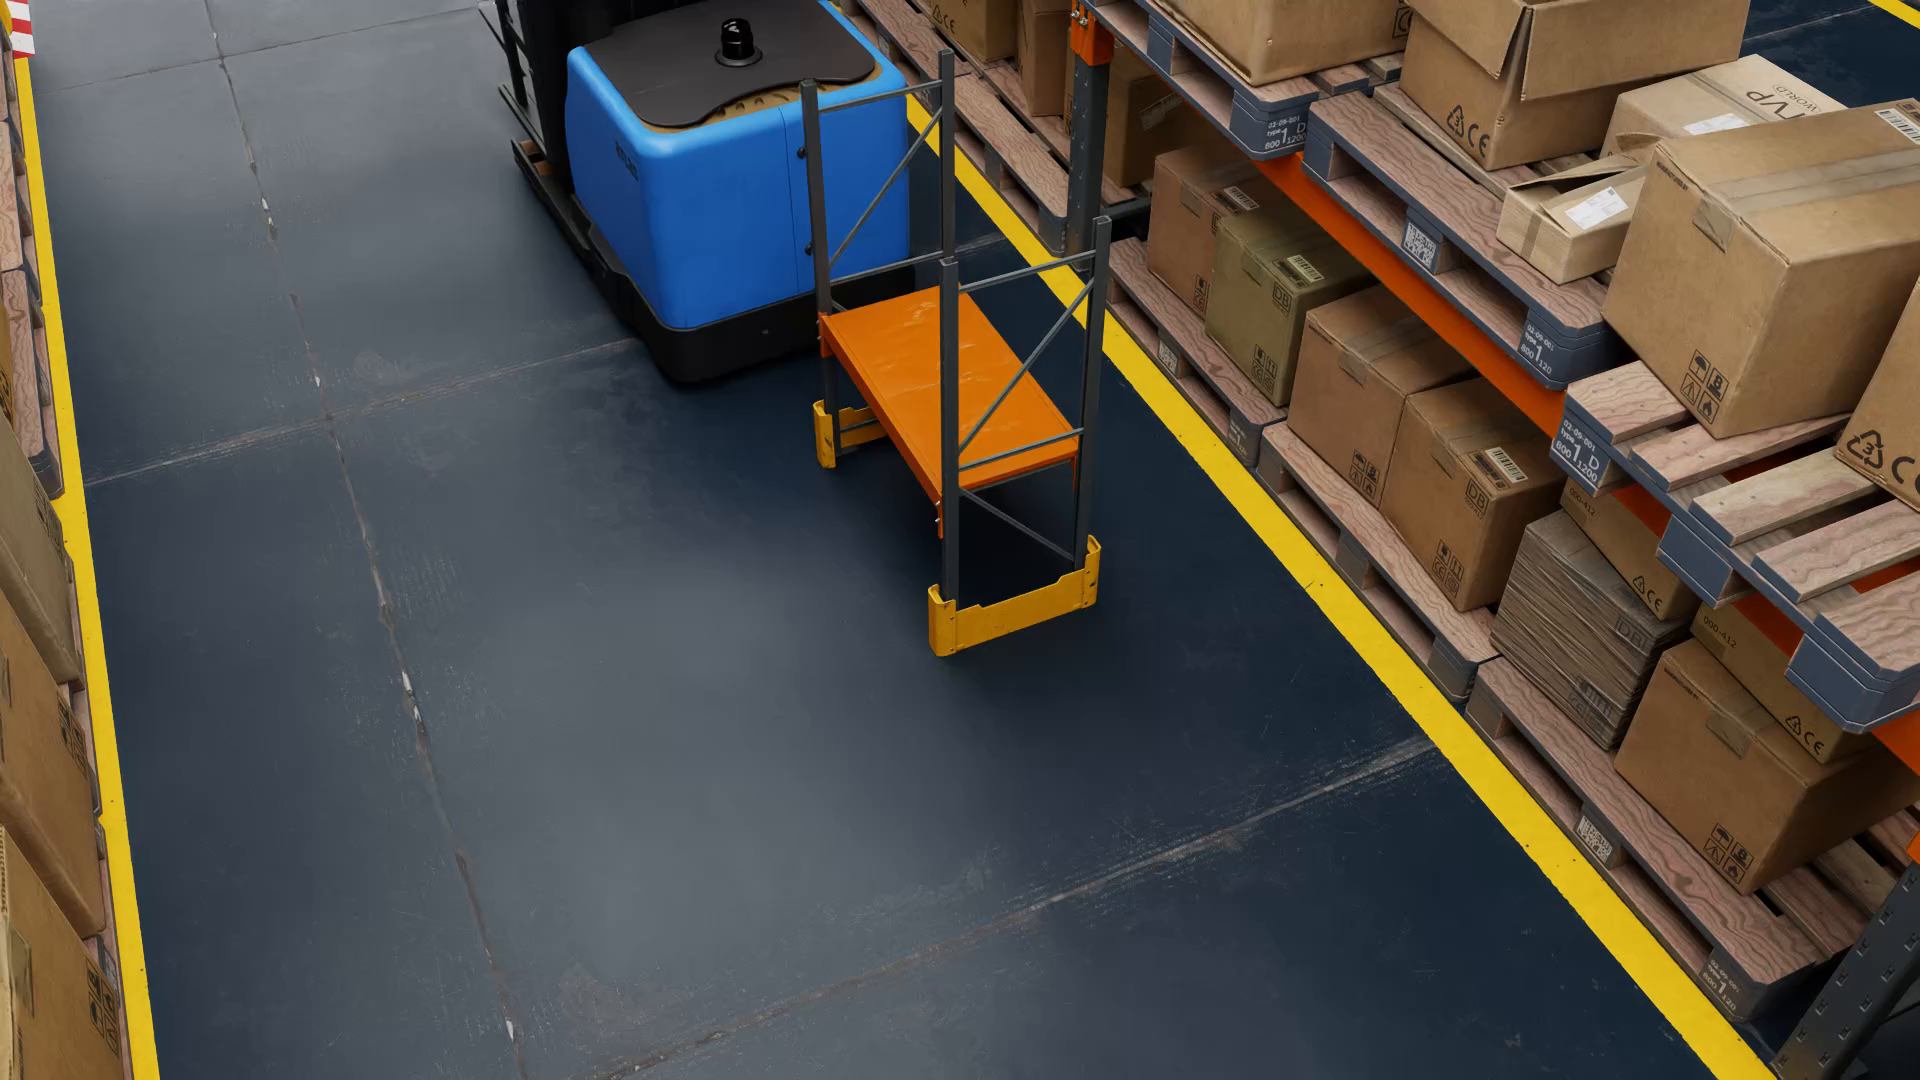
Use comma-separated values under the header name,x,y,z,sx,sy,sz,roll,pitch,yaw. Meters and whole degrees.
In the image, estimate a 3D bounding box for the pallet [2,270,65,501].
name,x,y,z,sx,sy,sz,roll,pitch,yaw
pallet,-3.880,-0.462,6.068,1.003,0.211,1.213,-18,47,-17

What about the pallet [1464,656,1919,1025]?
name,x,y,z,sx,sy,sz,roll,pitch,yaw
pallet,2.267,0.695,4.895,1.003,0.211,1.213,-18,47,-17

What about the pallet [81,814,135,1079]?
name,x,y,z,sx,sy,sz,roll,pitch,yaw
pallet,-2.721,1.293,4.289,1.003,0.211,1.213,-18,47,-17

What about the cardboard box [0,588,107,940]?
name,x,y,z,sx,sy,sz,roll,pitch,yaw
cardboard box,-2.886,0.689,4.219,1.050,0.750,0.750,-18,47,-17

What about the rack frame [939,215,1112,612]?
name,x,y,z,sx,sy,sz,roll,pitch,yaw
rack frame,0.178,-0.264,4.950,0.500,1.500,0.032,-18,47,-17

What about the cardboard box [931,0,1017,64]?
name,x,y,z,sx,sy,sz,roll,pitch,yaw
cardboard box,0.200,-2.609,7.740,0.500,0.500,0.500,-22,49,-21

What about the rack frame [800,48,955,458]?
name,x,y,z,sx,sy,sz,roll,pitch,yaw
rack frame,-0.250,-0.912,5.607,0.500,1.500,0.032,-18,47,-17

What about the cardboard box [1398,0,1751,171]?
name,x,y,z,sx,sy,sz,roll,pitch,yaw
cardboard box,1.725,-1.457,4.718,0.797,0.503,0.637,-14,46,-13

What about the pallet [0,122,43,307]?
name,x,y,z,sx,sy,sz,roll,pitch,yaw
pallet,-4.396,-1.241,6.858,1.003,0.211,1.213,-18,47,-17

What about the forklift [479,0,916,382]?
name,x,y,z,sx,sy,sz,roll,pitch,yaw
forklift,-1.319,-2.669,6.368,1.130,2.935,3.031,-21,48,-20

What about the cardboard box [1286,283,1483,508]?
name,x,y,z,sx,sy,sz,roll,pitch,yaw
cardboard box,1.570,-0.551,5.639,0.700,0.500,0.500,-22,49,-21

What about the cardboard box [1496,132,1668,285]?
name,x,y,z,sx,sy,sz,roll,pitch,yaw
cardboard box,1.648,-0.883,4.306,0.396,0.266,0.258,-19,48,-19

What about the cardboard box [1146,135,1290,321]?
name,x,y,z,sx,sy,sz,roll,pitch,yaw
cardboard box,1.151,-1.217,6.314,0.700,0.500,0.500,-22,49,-20

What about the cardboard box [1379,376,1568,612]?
name,x,y,z,sx,sy,sz,roll,pitch,yaw
cardboard box,1.804,-0.196,5.279,0.700,0.500,0.500,-14,46,-14

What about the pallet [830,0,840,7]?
name,x,y,z,sx,sy,sz,roll,pitch,yaw
pallet,-0.428,-3.328,8.972,1.003,0.211,1.213,-18,47,-17

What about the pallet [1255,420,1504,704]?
name,x,y,z,sx,sy,sz,roll,pitch,yaw
pallet,1.758,-0.081,5.682,1.003,0.211,1.213,-18,47,-17

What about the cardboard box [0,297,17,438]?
name,x,y,z,sx,sy,sz,roll,pitch,yaw
cardboard box,-3.832,-0.762,5.600,0.875,0.875,0.875,-17,47,-17

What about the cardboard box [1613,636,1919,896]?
name,x,y,z,sx,sy,sz,roll,pitch,yaw
cardboard box,2.294,0.513,4.561,0.700,0.500,0.500,-20,48,-19

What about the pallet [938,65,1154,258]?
name,x,y,z,sx,sy,sz,roll,pitch,yaw
pallet,0.597,-1.773,7.396,1.003,0.211,1.213,-18,47,-17

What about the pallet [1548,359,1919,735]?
name,x,y,z,sx,sy,sz,roll,pitch,yaw
pallet,2.198,-0.153,3.906,1.213,0.211,1.003,-18,47,-17

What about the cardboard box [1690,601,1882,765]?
name,x,y,z,sx,sy,sz,roll,pitch,yaw
cardboard box,2.285,0.249,4.294,0.500,0.250,0.500,-16,47,-16

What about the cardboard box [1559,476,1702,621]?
name,x,y,z,sx,sy,sz,roll,pitch,yaw
cardboard box,2.053,-0.086,4.634,0.500,0.250,0.500,-13,46,-13

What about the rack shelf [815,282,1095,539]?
name,x,y,z,sx,sy,sz,roll,pitch,yaw
rack shelf,-0.036,-0.460,5.405,0.538,0.185,1.000,-18,47,-17

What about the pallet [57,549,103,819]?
name,x,y,z,sx,sy,sz,roll,pitch,yaw
pallet,-3.238,0.515,5.078,1.003,0.211,1.213,-18,47,-17

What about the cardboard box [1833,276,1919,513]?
name,x,y,z,sx,sy,sz,roll,pitch,yaw
cardboard box,2.330,-0.316,3.565,0.500,0.500,0.500,-24,49,-22

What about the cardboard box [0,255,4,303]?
name,x,y,z,sx,sy,sz,roll,pitch,yaw
cardboard box,-4.214,-1.335,6.181,0.875,0.875,0.875,-18,47,-17

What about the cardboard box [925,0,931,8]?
name,x,y,z,sx,sy,sz,roll,pitch,yaw
cardboard box,0.006,-2.978,8.113,0.500,0.500,0.500,-14,46,-14

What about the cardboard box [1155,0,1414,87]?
name,x,y,z,sx,sy,sz,roll,pitch,yaw
cardboard box,1.119,-2.163,5.081,1.000,1.000,1.000,-18,47,-17

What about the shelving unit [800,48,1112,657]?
name,x,y,z,sx,sy,sz,roll,pitch,yaw
shelving unit,-0.032,-0.582,5.272,0.587,1.500,1.083,-18,47,-17

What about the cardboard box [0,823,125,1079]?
name,x,y,z,sx,sy,sz,roll,pitch,yaw
cardboard box,-2.494,1.282,3.618,1.050,0.750,0.750,-17,47,-17

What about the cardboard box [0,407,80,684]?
name,x,y,z,sx,sy,sz,roll,pitch,yaw
cardboard box,-3.288,0.073,4.843,1.050,0.750,0.750,-18,47,-18

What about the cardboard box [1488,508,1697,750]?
name,x,y,z,sx,sy,sz,roll,pitch,yaw
cardboard box,2.049,0.164,4.915,0.700,0.500,0.500,-22,49,-21

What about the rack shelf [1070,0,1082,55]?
name,x,y,z,sx,sy,sz,roll,pitch,yaw
rack shelf,0.071,-3.366,7.538,1.077,0.370,4.000,-18,47,-17

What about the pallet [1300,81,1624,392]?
name,x,y,z,sx,sy,sz,roll,pitch,yaw
pallet,1.724,-0.980,4.744,1.003,0.211,1.213,-18,47,-17

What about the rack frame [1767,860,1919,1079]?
name,x,y,z,sx,sy,sz,roll,pitch,yaw
rack frame,2.594,0.201,3.410,1.000,3.000,0.127,-18,47,-17

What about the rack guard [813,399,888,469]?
name,x,y,z,sx,sy,sz,roll,pitch,yaw
rack guard,-0.241,-0.455,6.033,0.587,0.250,0.087,-18,47,-17

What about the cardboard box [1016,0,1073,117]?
name,x,y,z,sx,sy,sz,roll,pitch,yaw
cardboard box,0.532,-2.237,7.362,0.500,0.500,0.500,-5,45,-5

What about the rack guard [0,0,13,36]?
name,x,y,z,sx,sy,sz,roll,pitch,yaw
rack guard,-5.323,-2.622,8.051,1.175,0.500,0.348,-18,47,-17

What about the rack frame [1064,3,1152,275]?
name,x,y,z,sx,sy,sz,roll,pitch,yaw
rack frame,0.912,-2.348,5.994,1.000,3.000,0.127,-18,47,-17

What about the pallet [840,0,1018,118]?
name,x,y,z,sx,sy,sz,roll,pitch,yaw
pallet,0.081,-2.551,8.185,1.003,0.211,1.213,-18,47,-17

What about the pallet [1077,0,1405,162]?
name,x,y,z,sx,sy,sz,roll,pitch,yaw
pallet,1.101,-1.750,5.524,1.003,0.211,1.213,-18,47,-17

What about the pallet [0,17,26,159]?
name,x,y,z,sx,sy,sz,roll,pitch,yaw
pallet,-4.905,-2.017,7.644,1.003,0.211,1.213,-18,47,-17

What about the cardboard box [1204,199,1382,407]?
name,x,y,z,sx,sy,sz,roll,pitch,yaw
cardboard box,1.334,-0.907,6.001,0.700,0.500,0.500,-18,47,-18

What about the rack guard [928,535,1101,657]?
name,x,y,z,sx,sy,sz,roll,pitch,yaw
rack guard,0.177,0.180,5.390,0.587,0.250,0.087,-18,47,-17

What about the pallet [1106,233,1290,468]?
name,x,y,z,sx,sy,sz,roll,pitch,yaw
pallet,1.241,-0.859,6.471,1.003,0.211,1.213,-18,47,-17

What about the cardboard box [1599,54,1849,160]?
name,x,y,z,sx,sy,sz,roll,pitch,yaw
cardboard box,2.098,-1.031,4.467,0.500,0.250,0.500,-19,48,-19

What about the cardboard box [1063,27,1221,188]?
name,x,y,z,sx,sy,sz,roll,pitch,yaw
cardboard box,0.780,-1.874,6.995,0.500,0.500,0.500,-19,48,-19

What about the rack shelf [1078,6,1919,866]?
name,x,y,z,sx,sy,sz,roll,pitch,yaw
rack shelf,1.753,-0.817,4.955,1.077,0.370,4.000,-18,47,-17

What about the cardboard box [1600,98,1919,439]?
name,x,y,z,sx,sy,sz,roll,pitch,yaw
cardboard box,2.005,-0.642,3.895,0.700,0.500,0.500,-12,46,-12
